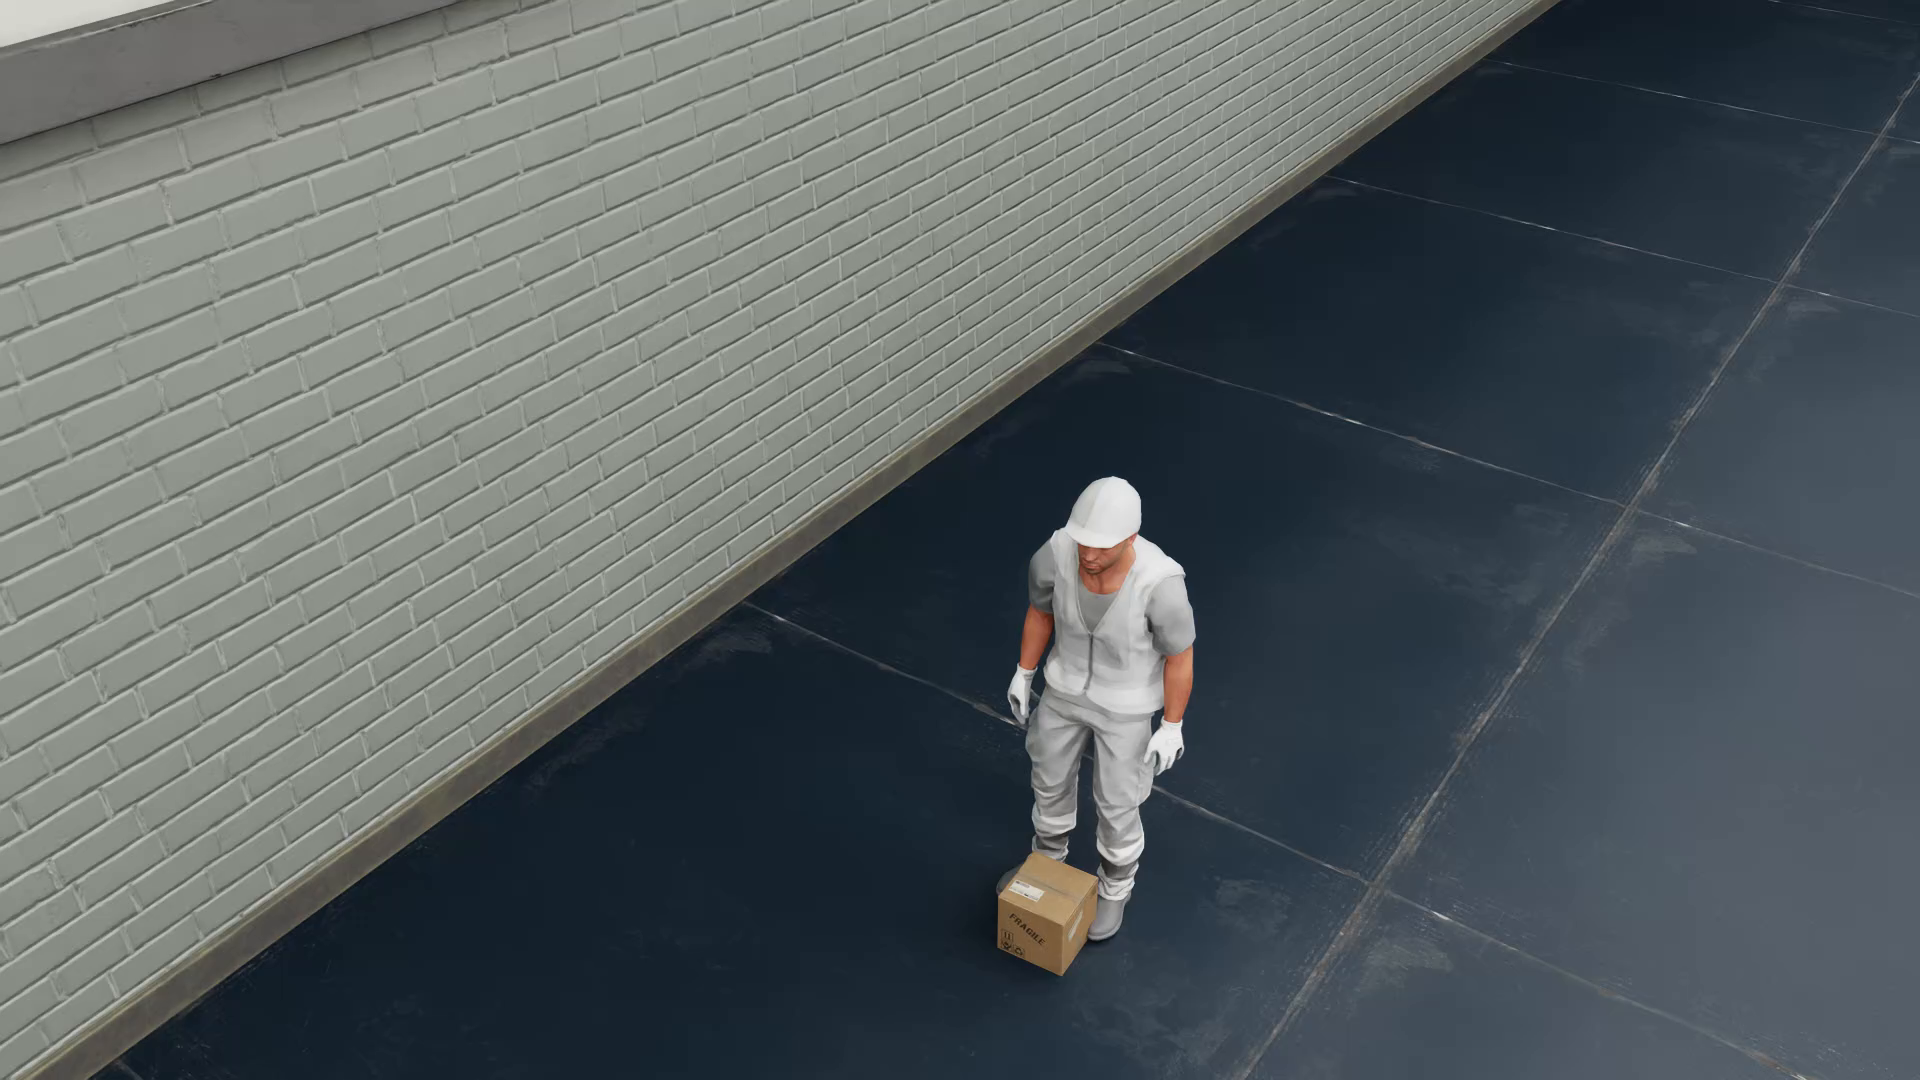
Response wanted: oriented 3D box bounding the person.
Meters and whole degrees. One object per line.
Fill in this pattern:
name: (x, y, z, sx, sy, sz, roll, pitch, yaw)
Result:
person: (0.438, 0.532, 5.349, 0.617, 1.778, 0.453, 19, 39, 25)
